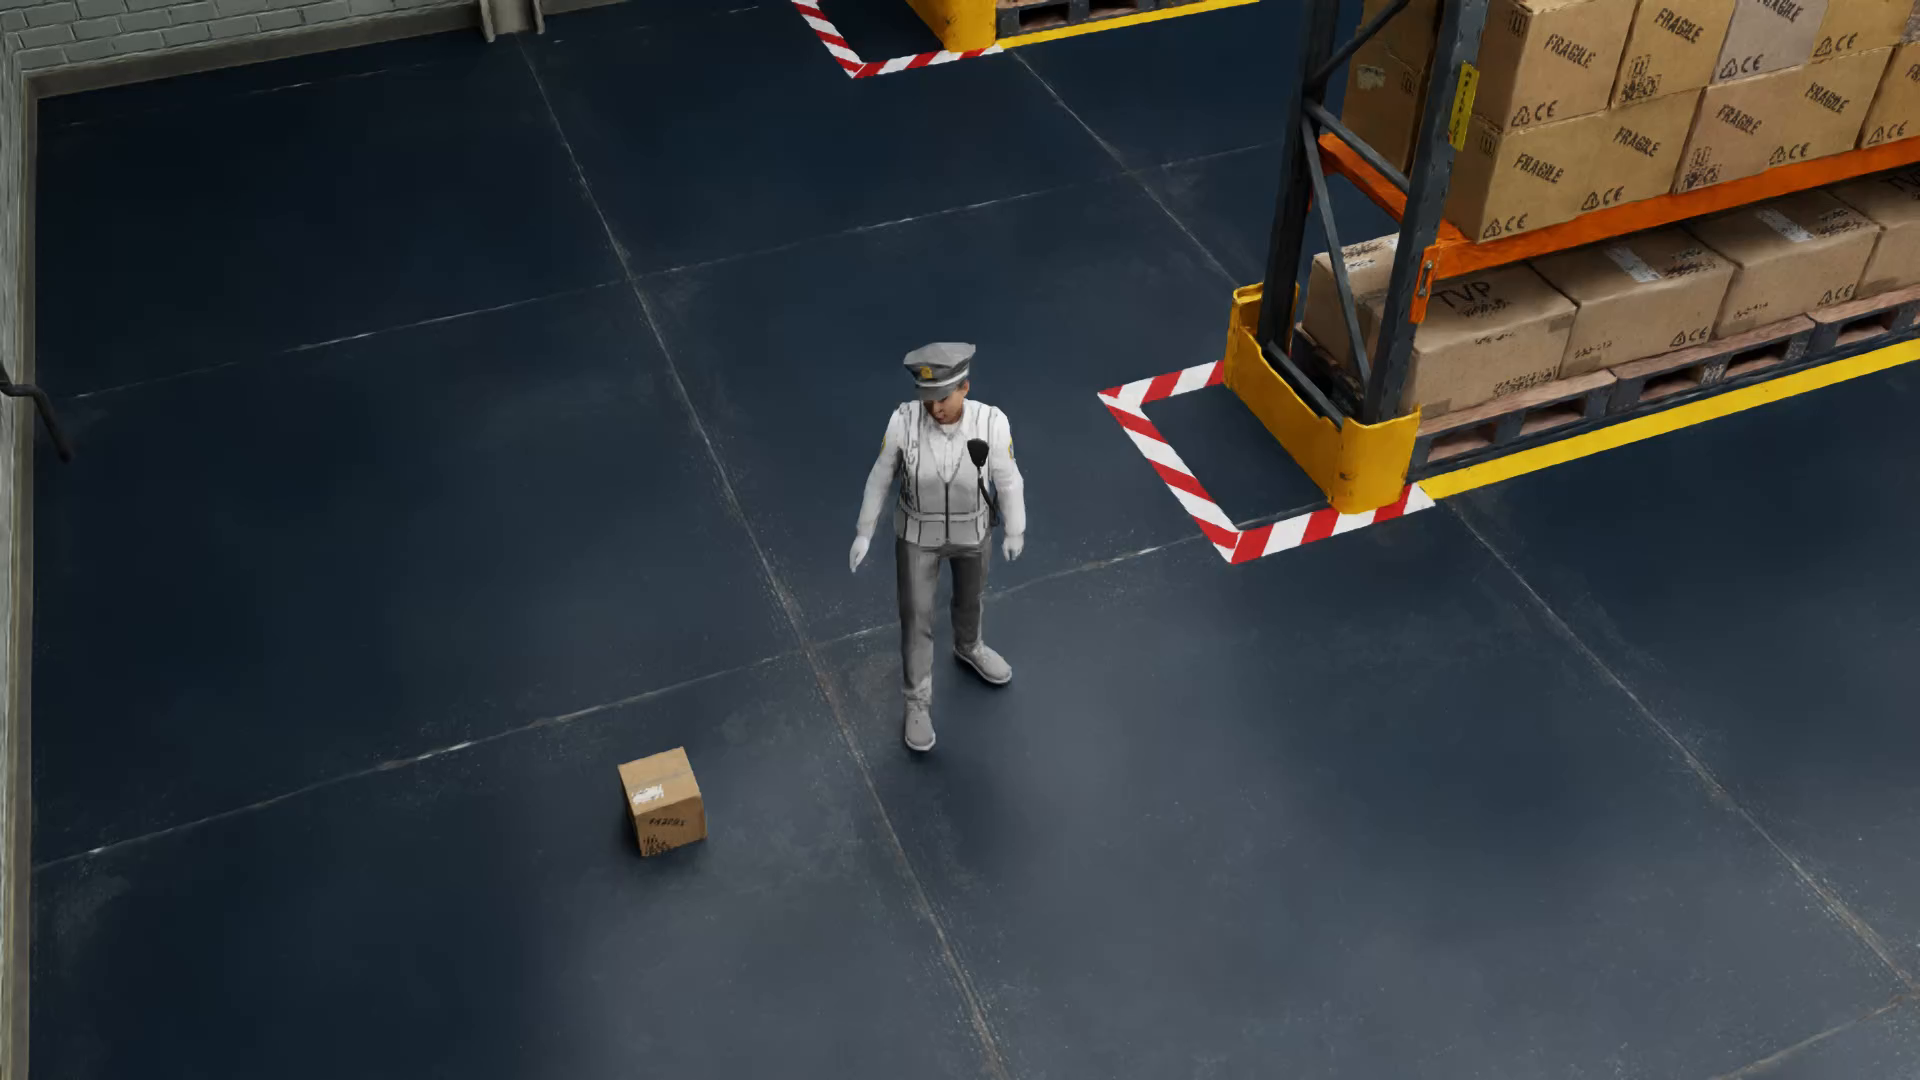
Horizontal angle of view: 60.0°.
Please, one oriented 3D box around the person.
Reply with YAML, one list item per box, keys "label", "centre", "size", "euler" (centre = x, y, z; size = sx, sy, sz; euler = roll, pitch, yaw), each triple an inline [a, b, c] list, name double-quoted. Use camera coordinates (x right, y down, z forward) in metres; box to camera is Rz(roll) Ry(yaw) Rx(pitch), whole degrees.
- label: "person"
  centre: [-0.078, 0.020, 6.098]
  size: [0.658, 1.670, 0.589]
  euler: [-4, 42, -5]
